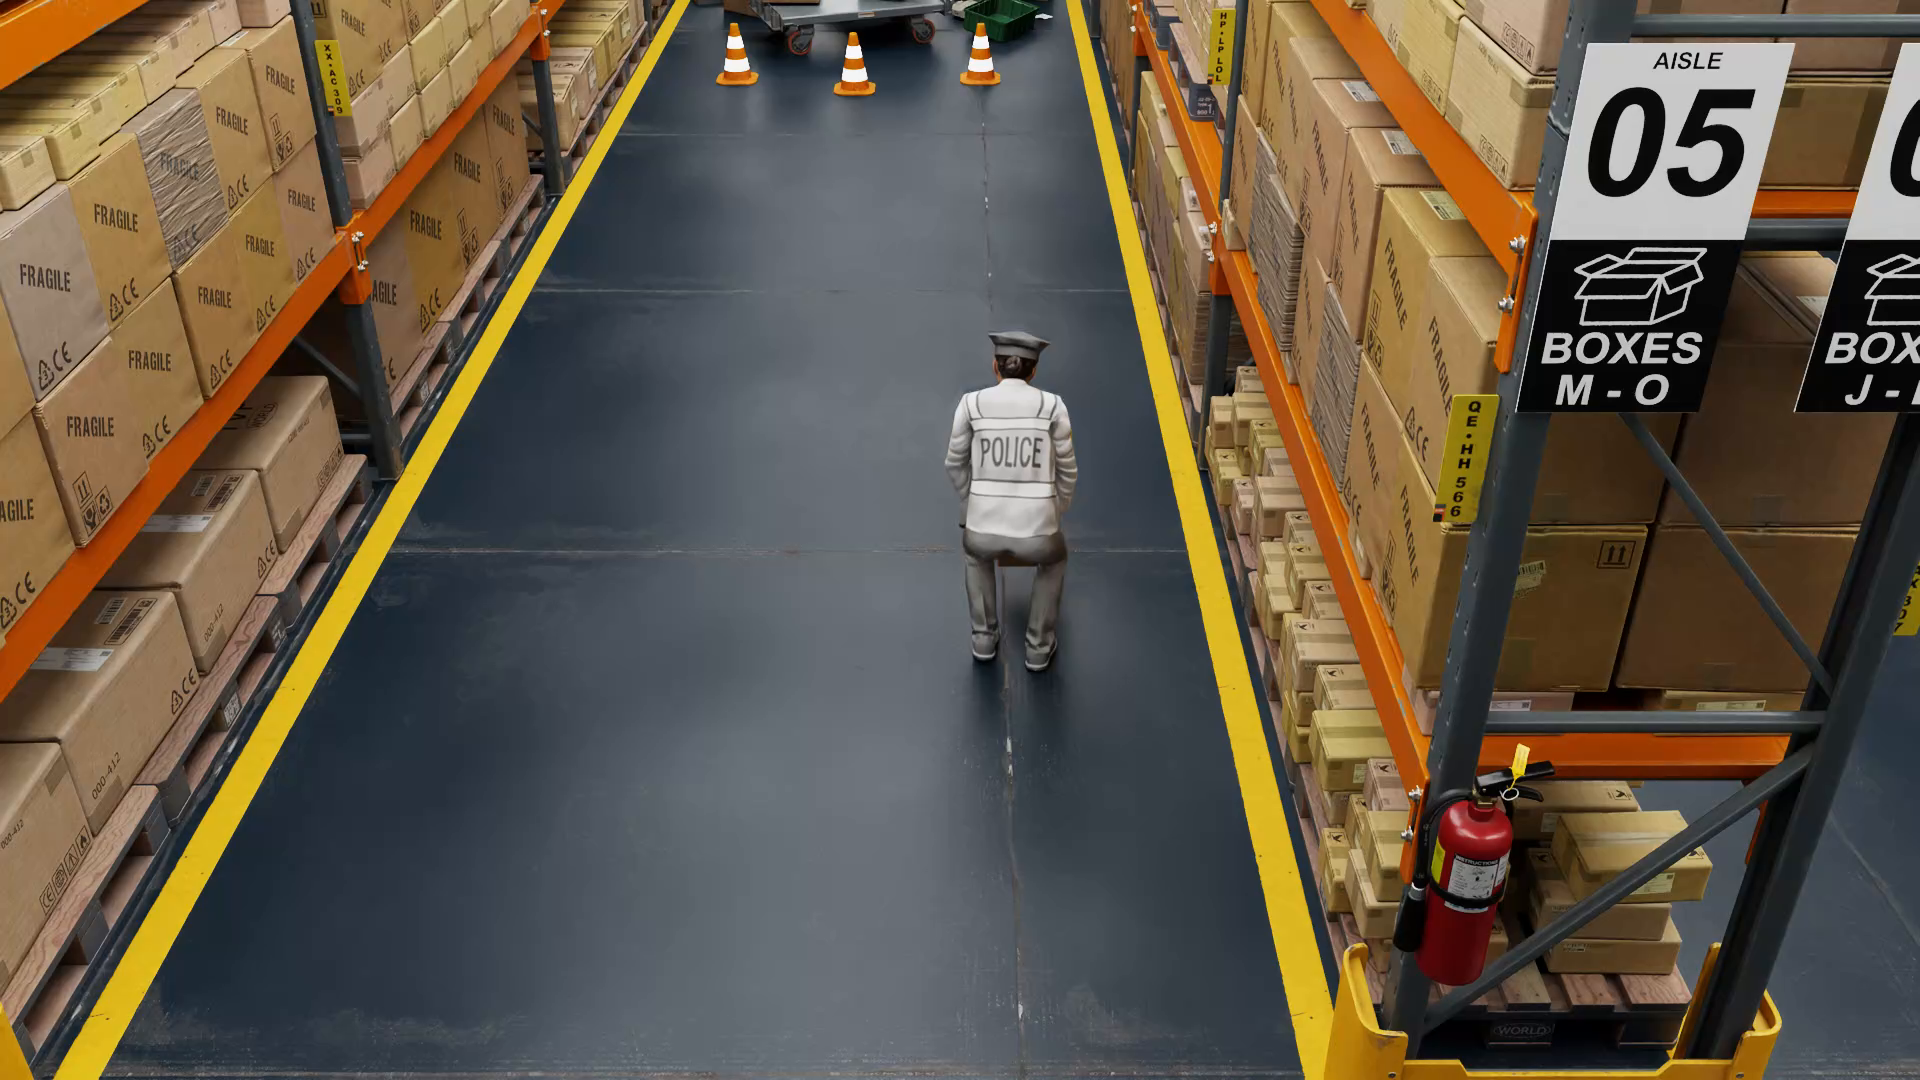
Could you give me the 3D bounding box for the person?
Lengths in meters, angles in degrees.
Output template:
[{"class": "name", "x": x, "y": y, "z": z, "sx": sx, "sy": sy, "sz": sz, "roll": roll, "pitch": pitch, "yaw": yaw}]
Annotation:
[{"class": "person", "x": 0.194, "y": -0.140, "z": 6.668, "sx": 0.535, "sy": 1.349, "sz": 0.722, "roll": 5, "pitch": 32, "yaw": 8}]
